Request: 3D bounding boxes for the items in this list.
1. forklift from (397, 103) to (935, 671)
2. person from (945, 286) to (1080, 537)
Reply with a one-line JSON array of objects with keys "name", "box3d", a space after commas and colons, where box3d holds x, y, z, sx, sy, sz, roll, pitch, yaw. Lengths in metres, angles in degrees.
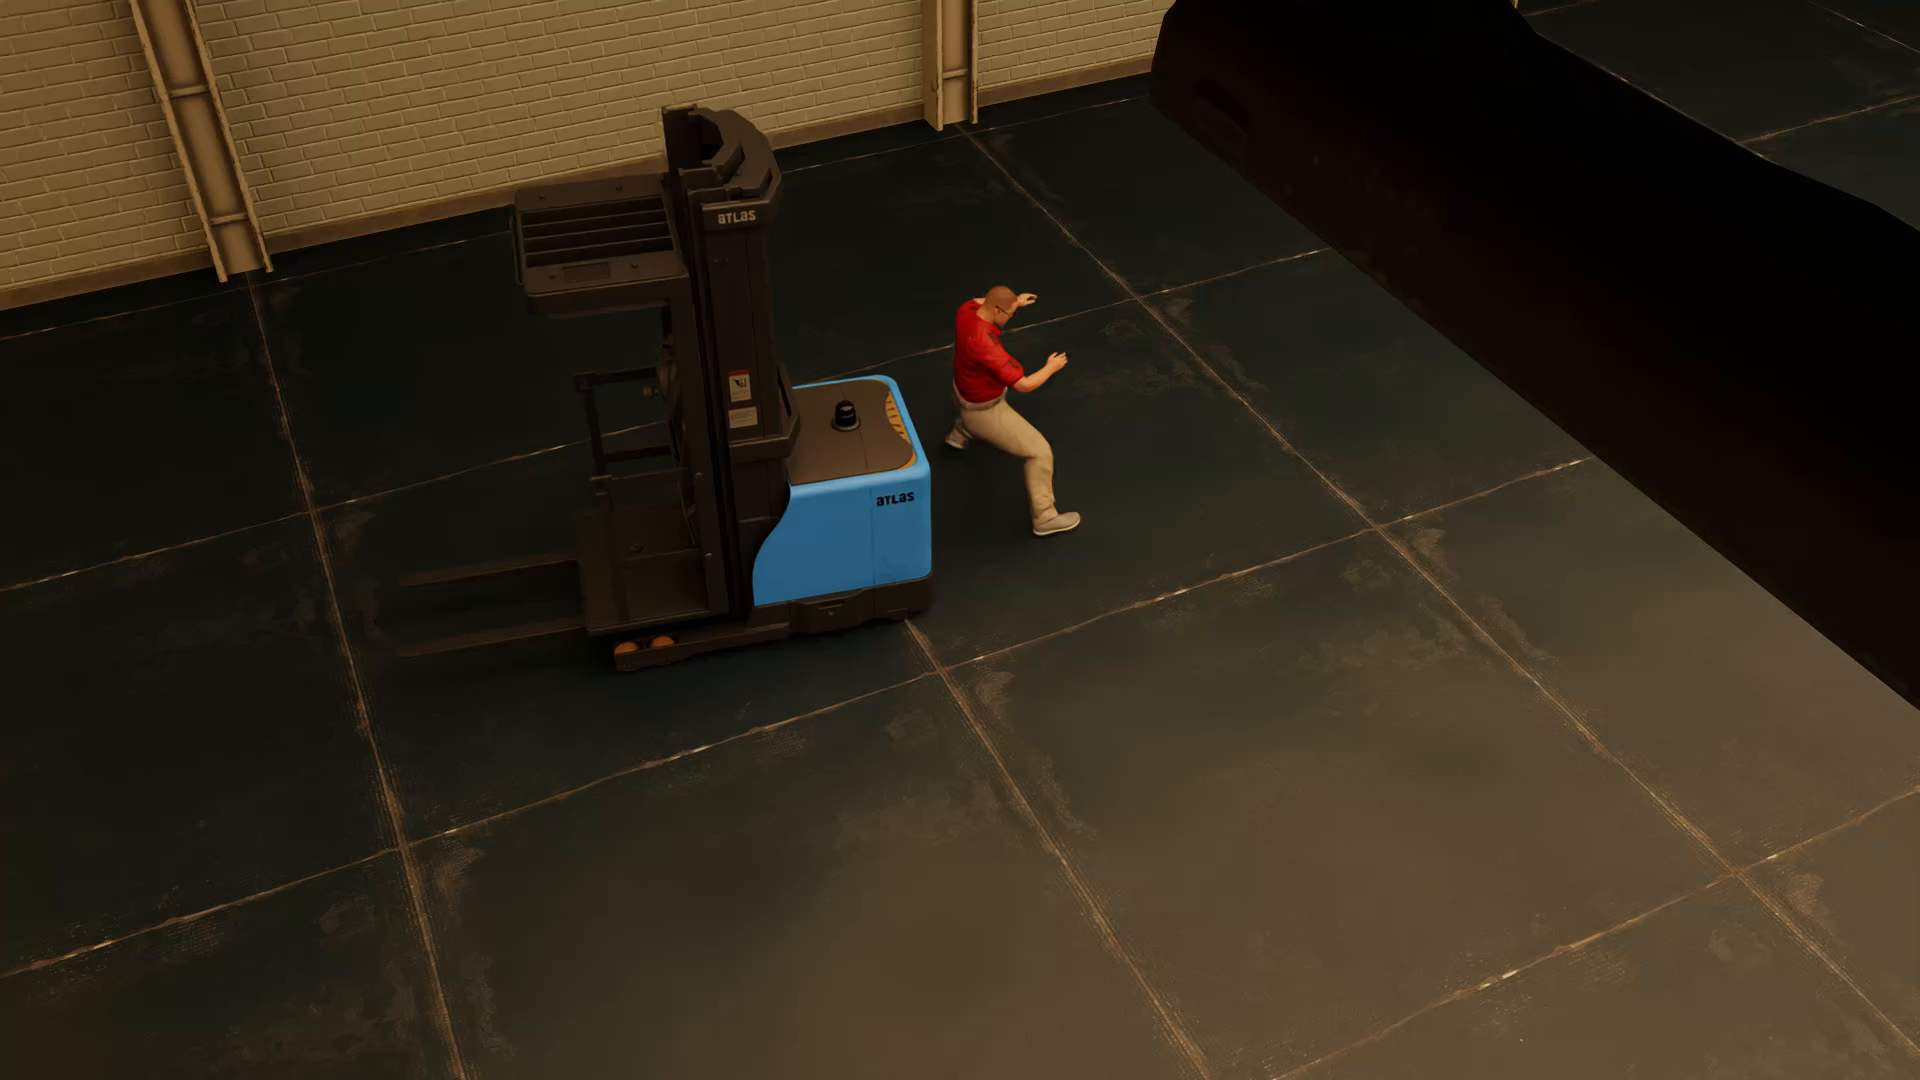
[{"name": "forklift", "box3d": [-1.724, -0.758, 8.924, 3.031, 2.935, 1.130, -9, 41, -11]}, {"name": "person", "box3d": [0.293, -0.925, 10.268, 0.670, 1.525, 1.180, -11, 41, -13]}]
